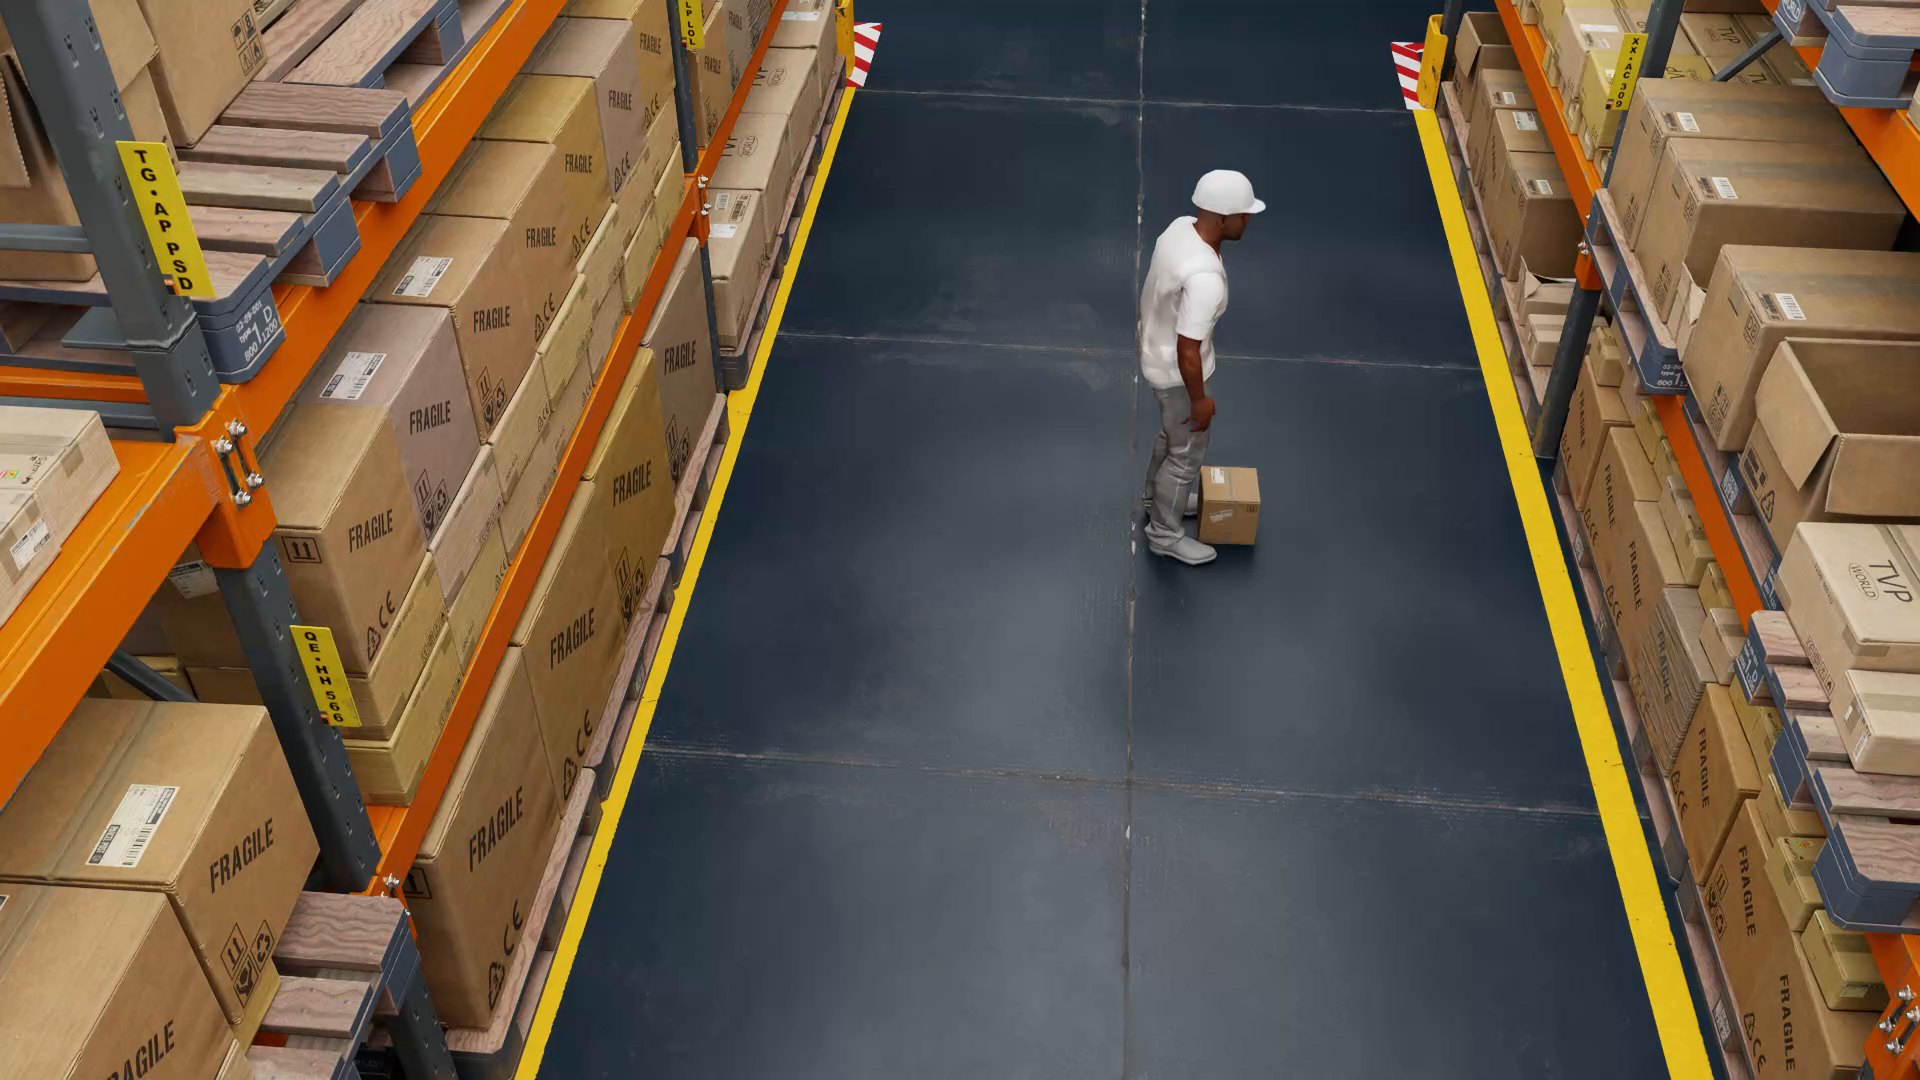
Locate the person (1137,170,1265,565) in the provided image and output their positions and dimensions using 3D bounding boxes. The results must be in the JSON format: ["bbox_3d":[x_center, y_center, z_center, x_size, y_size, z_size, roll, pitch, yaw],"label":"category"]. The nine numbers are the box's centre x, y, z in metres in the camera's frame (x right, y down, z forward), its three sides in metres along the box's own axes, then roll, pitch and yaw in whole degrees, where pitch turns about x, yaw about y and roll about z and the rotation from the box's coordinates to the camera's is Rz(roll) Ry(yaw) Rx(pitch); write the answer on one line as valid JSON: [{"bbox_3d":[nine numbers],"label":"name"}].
[{"bbox_3d":[0.977,-0.745,7.037,0.462,1.759,0.629,1,40,1],"label":"person"}]
